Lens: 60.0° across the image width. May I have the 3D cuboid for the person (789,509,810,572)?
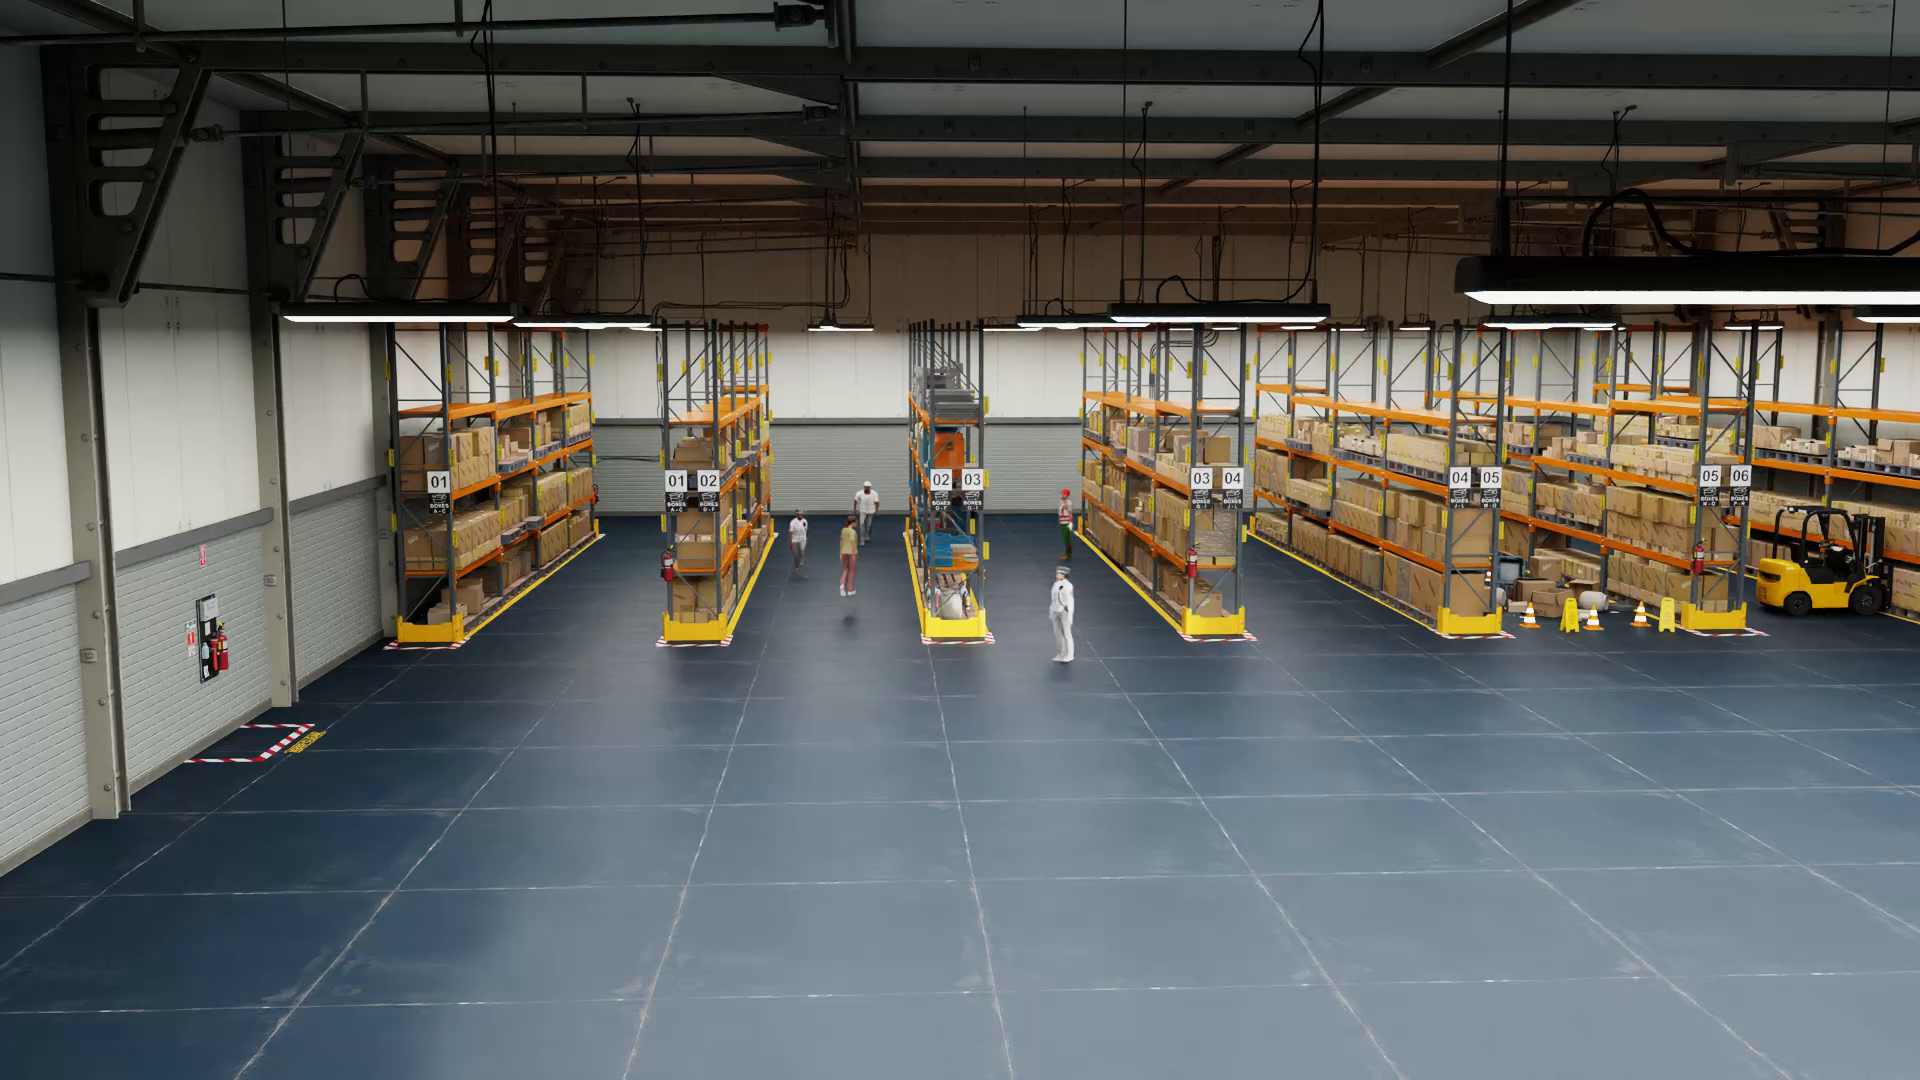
[{"bbox_3d":[-3.806,0.024,39.359,0.452,1.575,0.939,0,7,0],"label":"person"}]

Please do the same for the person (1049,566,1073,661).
[{"bbox_3d":[1.787,1.307,29.185,0.366,1.717,0.583,-5,9,-36],"label":"person"}]

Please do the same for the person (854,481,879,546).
[{"bbox_3d":[-2.570,-0.755,45.628,0.696,1.739,1.003,0,7,0],"label":"person"}]

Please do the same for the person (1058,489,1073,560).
[{"bbox_3d":[2.679,-0.409,42.420,0.352,1.797,0.641,-2,7,-14],"label":"person"}]

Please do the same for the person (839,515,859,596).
[{"bbox_3d":[-2.333,0.330,34.639,0.452,1.698,0.489,4,8,31],"label":"person"}]
